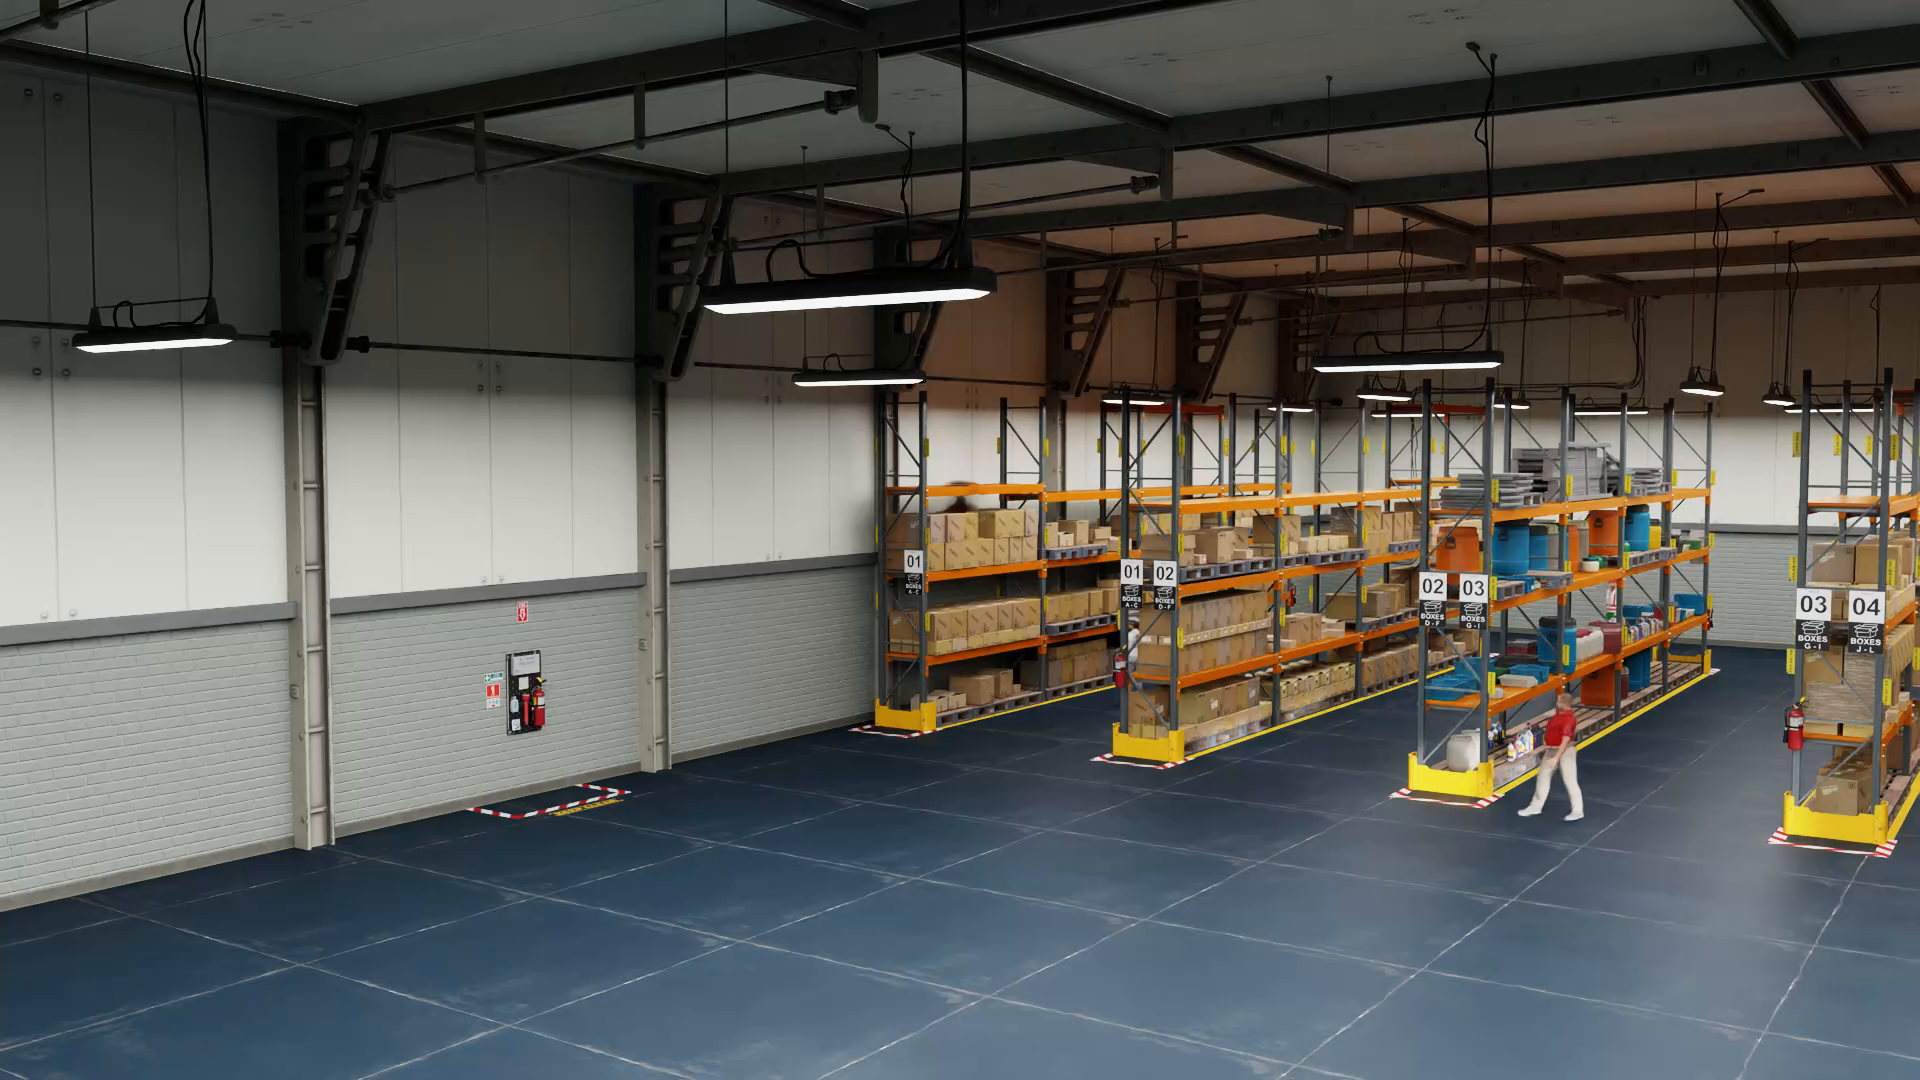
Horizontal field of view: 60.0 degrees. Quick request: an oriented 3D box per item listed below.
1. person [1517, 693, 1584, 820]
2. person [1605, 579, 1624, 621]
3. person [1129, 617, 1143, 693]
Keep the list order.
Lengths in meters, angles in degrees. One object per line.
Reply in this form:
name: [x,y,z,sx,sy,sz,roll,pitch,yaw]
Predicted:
person: [8.014,2.901,22.445,0.690,1.704,0.681,-1,3,-18]
person: [16.356,1.807,41.455,0.707,1.784,0.545,-1,3,-9]
person: [3.381,2.351,32.583,0.383,1.694,0.501,3,4,39]
